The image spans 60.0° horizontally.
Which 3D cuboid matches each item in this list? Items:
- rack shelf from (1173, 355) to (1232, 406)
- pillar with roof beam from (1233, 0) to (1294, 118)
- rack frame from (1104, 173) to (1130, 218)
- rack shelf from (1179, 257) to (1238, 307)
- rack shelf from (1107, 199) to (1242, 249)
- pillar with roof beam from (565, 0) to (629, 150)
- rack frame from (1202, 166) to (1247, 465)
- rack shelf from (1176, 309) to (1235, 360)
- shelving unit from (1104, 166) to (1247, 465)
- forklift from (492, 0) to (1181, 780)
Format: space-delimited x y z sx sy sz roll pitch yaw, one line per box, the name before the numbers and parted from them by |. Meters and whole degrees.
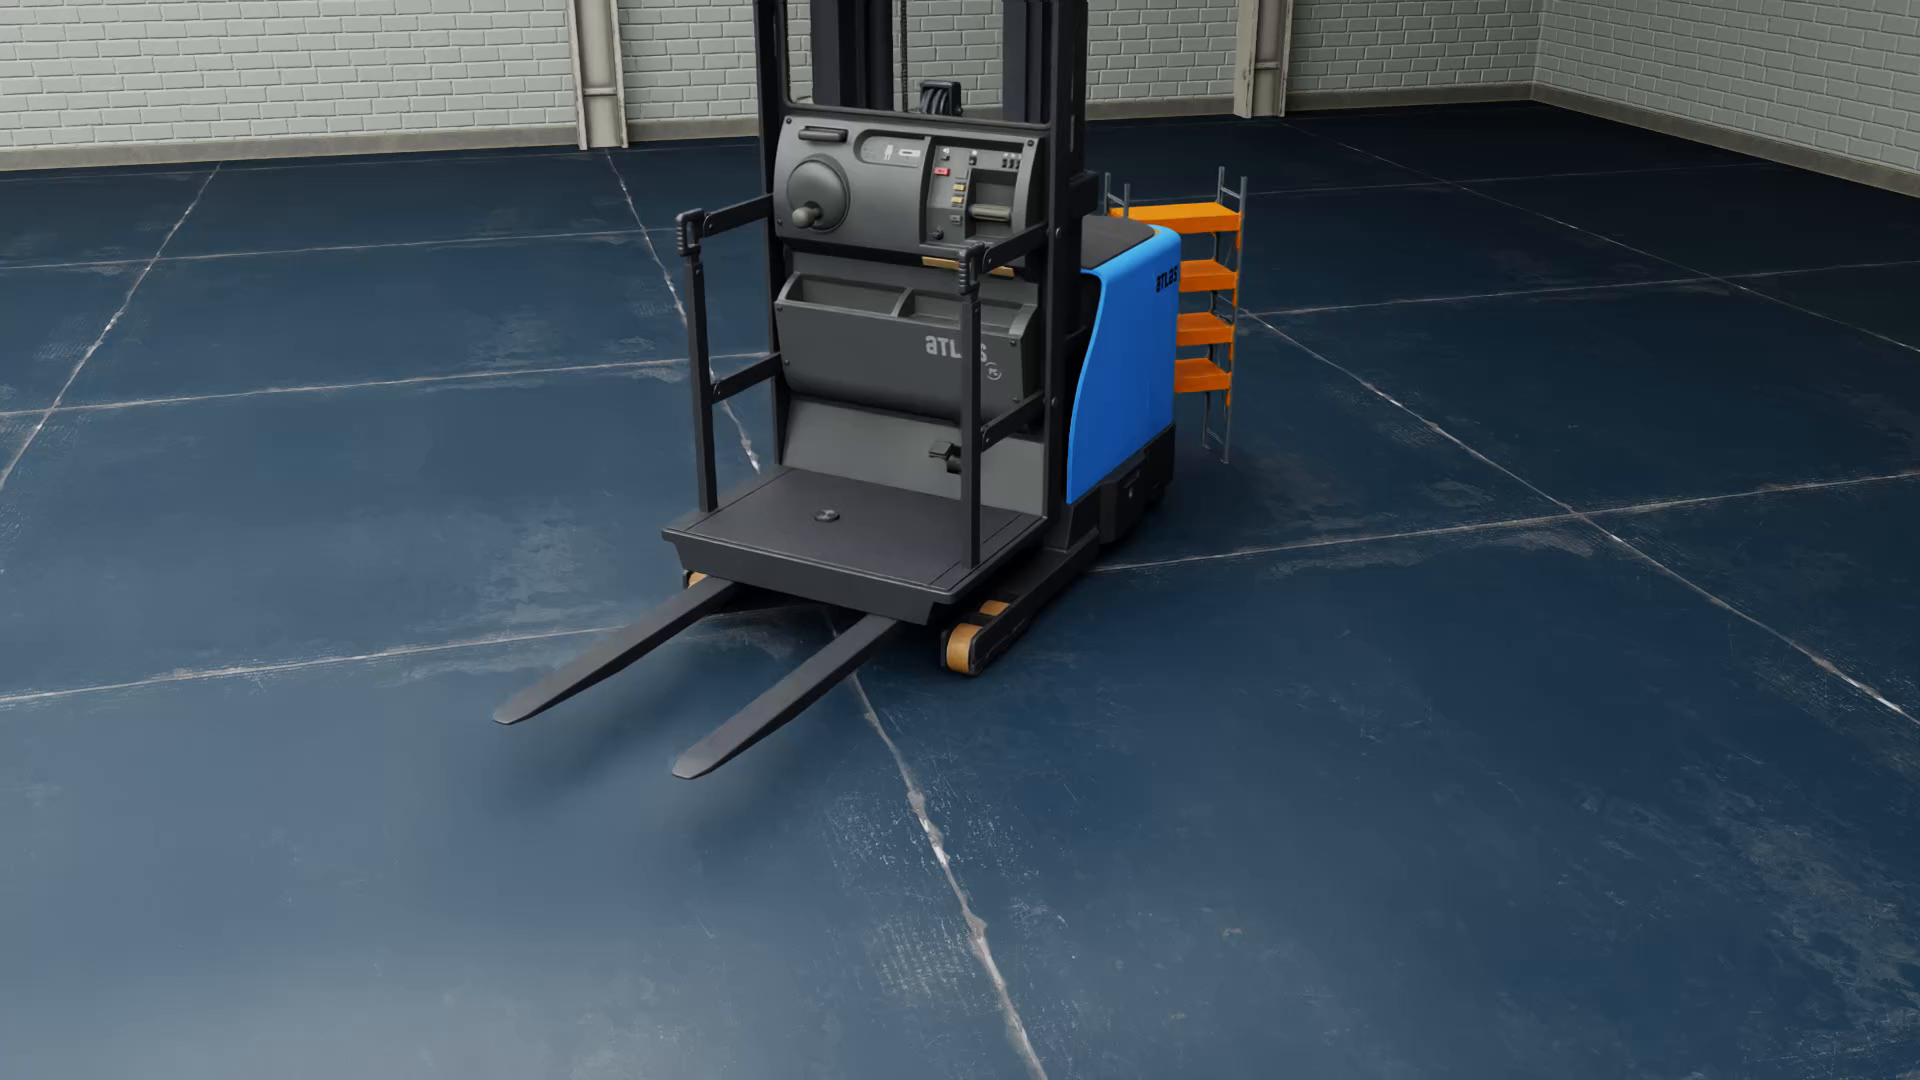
rack shelf | 0.852 -0.645 6.905 0.480 0.148 0.258 -6 24 -14
pillar with roof beam | 3.940 -6.459 9.890 0.400 9.000 9.100 -6 24 -14
rack frame | 0.616 -0.864 6.741 0.015 1.200 0.240 -6 24 -14
rack shelf | 0.852 -1.033 6.738 0.480 0.148 0.258 -6 24 -14
rack shelf | 0.852 -1.250 6.645 0.480 0.148 0.258 -6 24 -14
pillar with roof beam | -1.837 -5.819 8.400 0.400 9.000 9.100 -6 24 -14
rack frame | 1.087 -0.914 6.859 0.015 1.200 0.240 -6 24 -14
rack shelf | 0.852 -0.827 6.827 0.480 0.148 0.258 -6 24 -14
shelving unit | 0.852 -0.889 6.800 0.503 1.200 0.258 -6 24 -14
forklift | -0.282 -1.119 5.142 1.130 2.935 3.031 12 26 25
